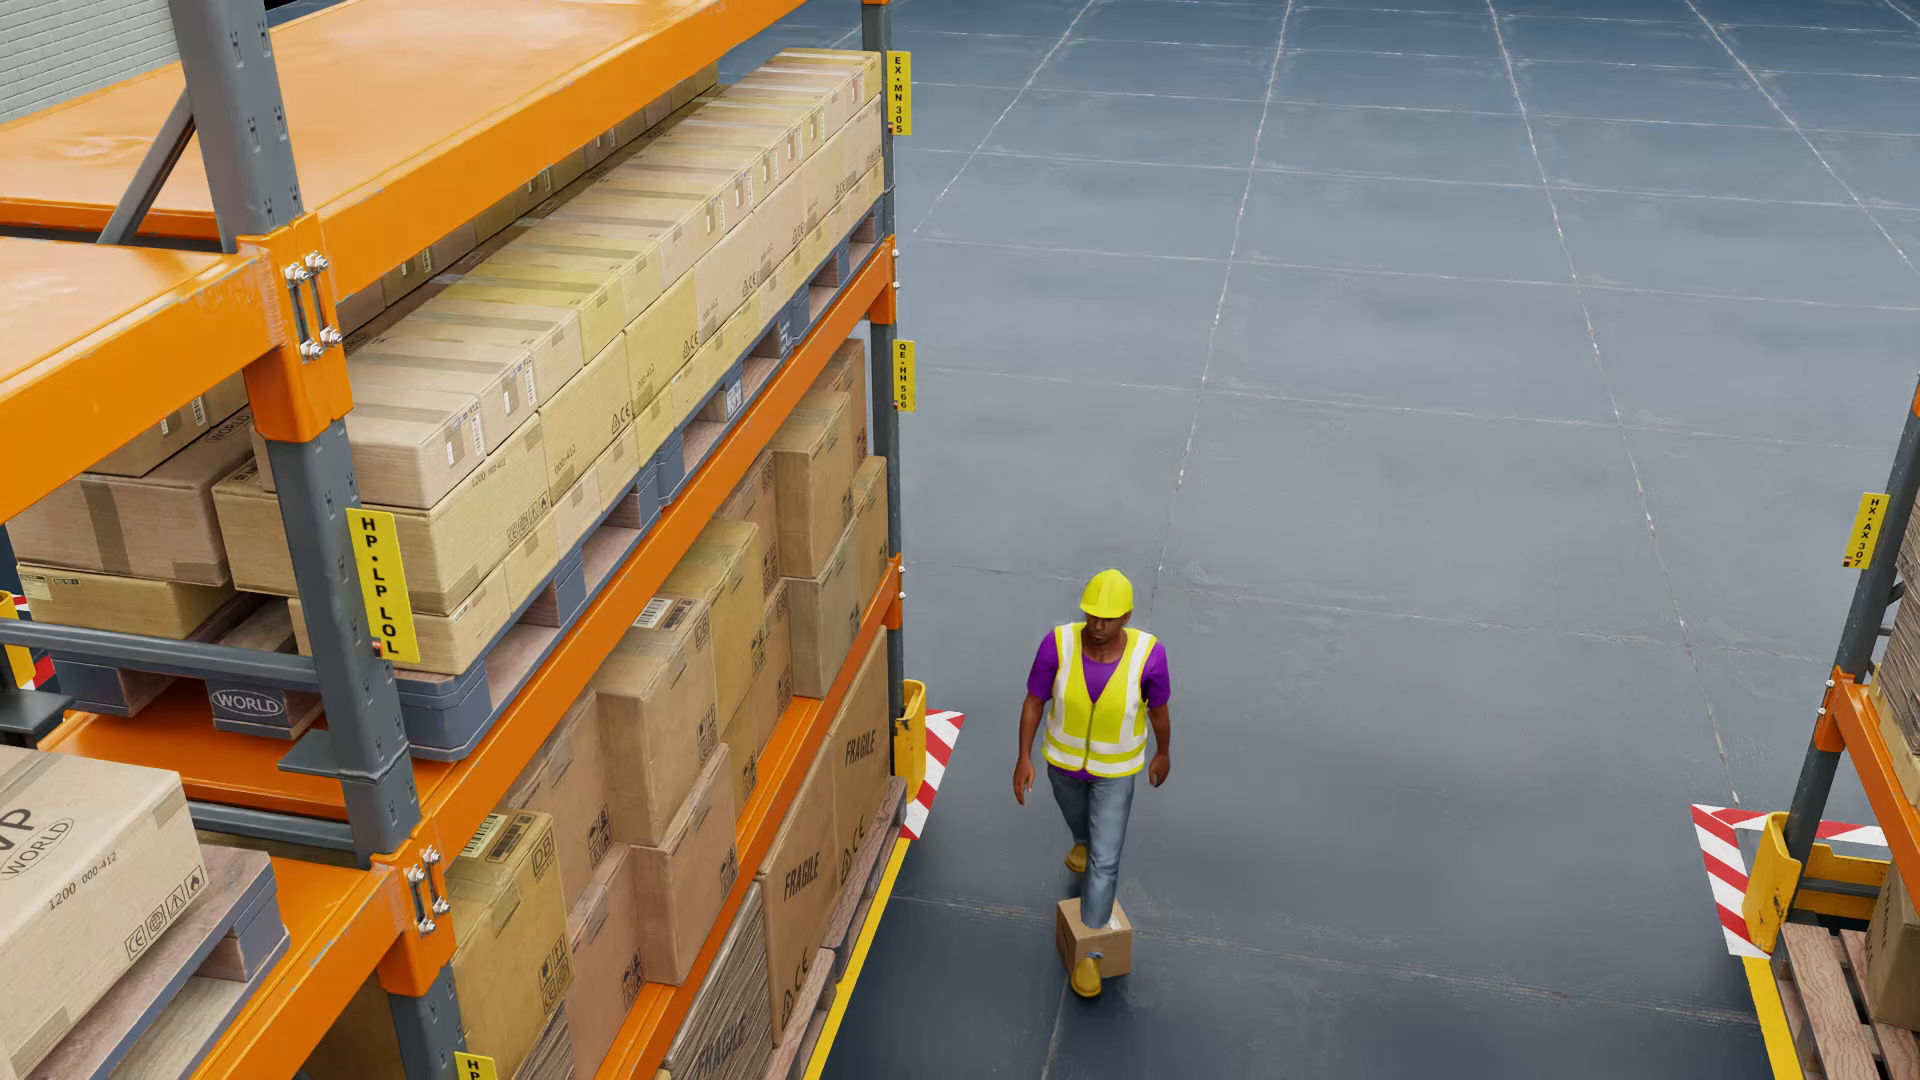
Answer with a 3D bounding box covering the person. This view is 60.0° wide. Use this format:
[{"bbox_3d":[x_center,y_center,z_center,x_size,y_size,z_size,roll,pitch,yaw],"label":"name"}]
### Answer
[{"bbox_3d":[0.538,0.926,6.913,0.602,1.722,1.050,9,30,16],"label":"person"}]
